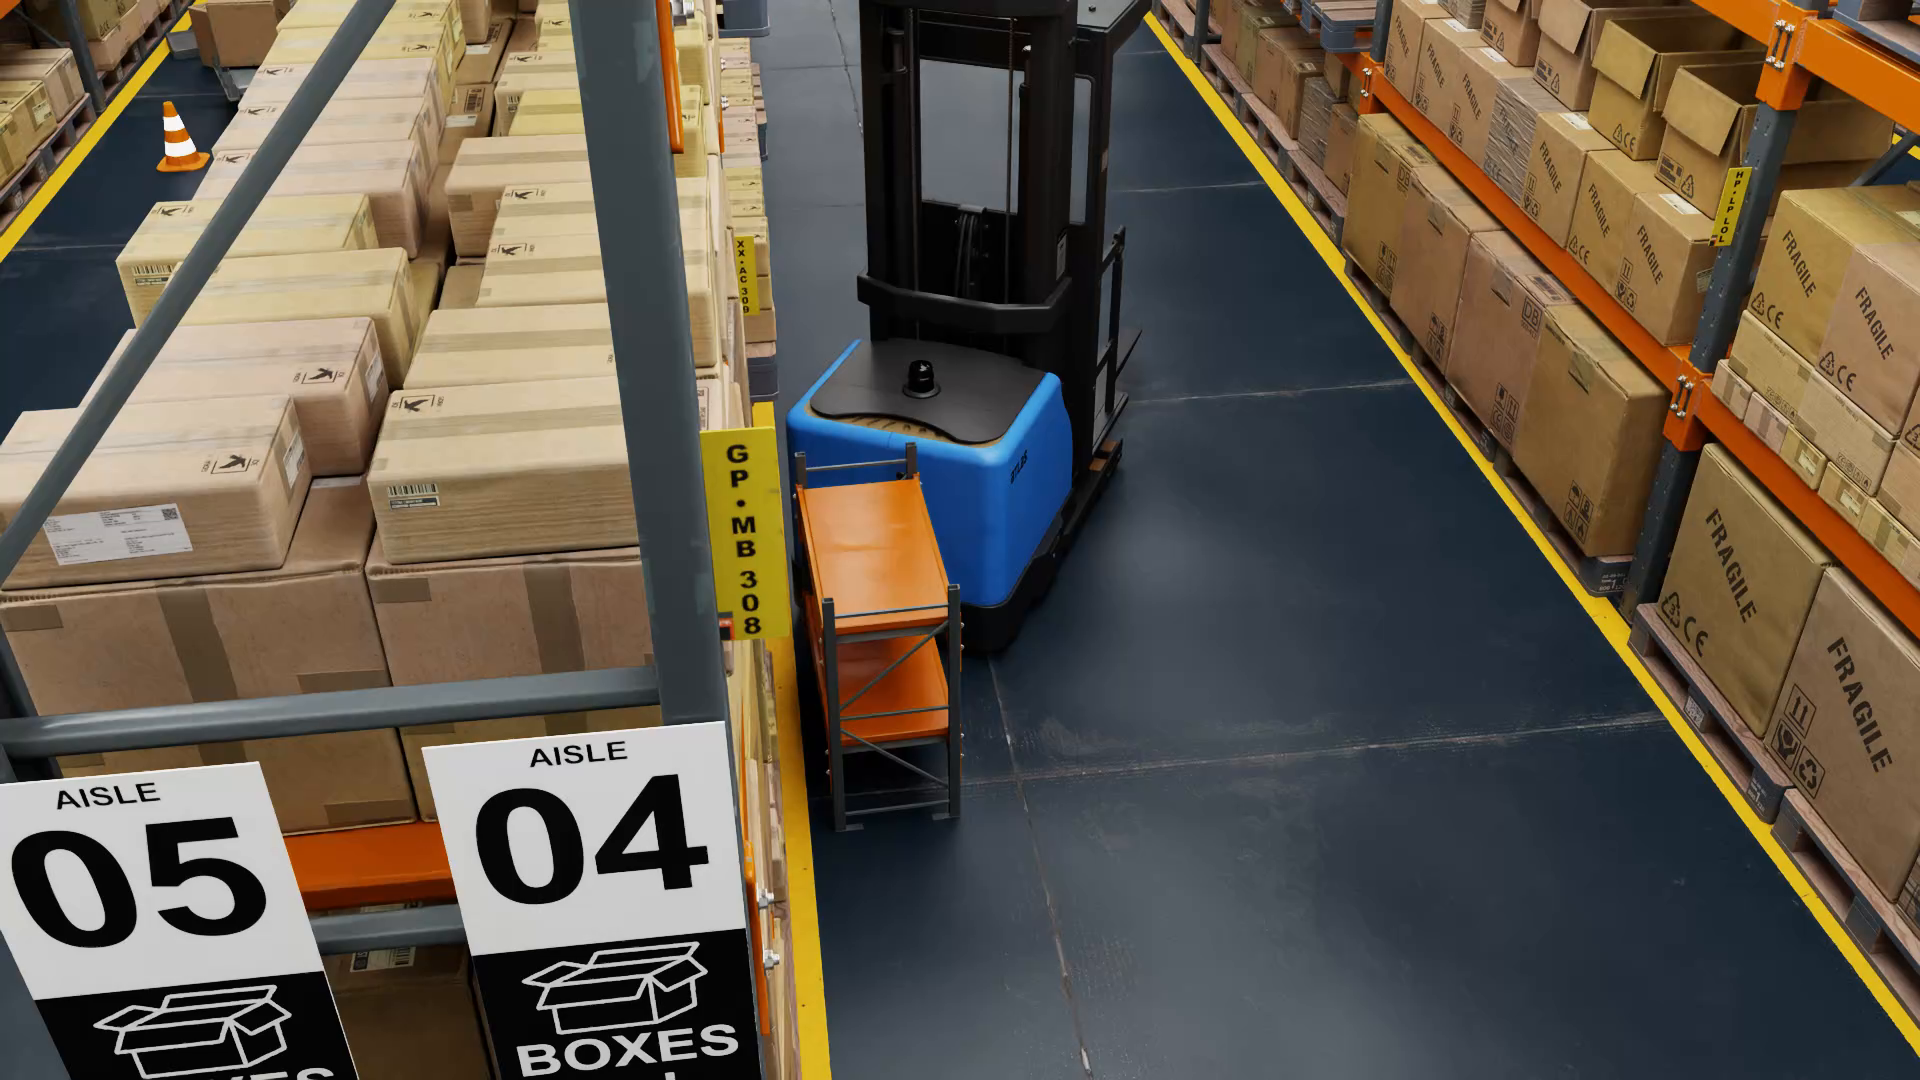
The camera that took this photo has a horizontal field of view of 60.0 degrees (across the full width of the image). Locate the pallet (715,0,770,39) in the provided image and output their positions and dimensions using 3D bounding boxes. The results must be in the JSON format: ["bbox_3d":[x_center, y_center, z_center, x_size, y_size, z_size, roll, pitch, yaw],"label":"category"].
[{"bbox_3d":[-1.332,-2.107,6.181,1.213,0.211,1.003,-4,35,-6],"label":"pallet"}]

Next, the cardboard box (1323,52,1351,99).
[{"bbox_3d":[2.834,-3.269,11.547,0.500,0.250,0.500,-1,34,-1],"label":"cardboard box"}]

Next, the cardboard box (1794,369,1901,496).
[{"bbox_3d":[3.439,-0.413,6.061,0.500,0.250,0.500,-5,35,-7],"label":"cardboard box"}]

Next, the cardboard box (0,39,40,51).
[{"bbox_3d":[-7.668,-3.972,13.484,0.500,0.250,0.500,-3,34,-4],"label":"cardboard box"}]

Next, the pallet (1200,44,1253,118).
[{"bbox_3d":[2.604,-3.789,13.623,1.003,0.211,1.213,-4,35,-6],"label":"pallet"}]

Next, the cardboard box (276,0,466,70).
[{"bbox_3d":[-1.427,-1.224,4.053,0.380,0.149,0.250,-3,34,-4],"label":"cardboard box"}]

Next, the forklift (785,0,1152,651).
[{"bbox_3d":[0.217,-1.542,7.910,1.130,2.935,3.031,12,36,17],"label":"forklift"}]

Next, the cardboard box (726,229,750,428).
[{"bbox_3d":[-0.949,-0.640,5.285,0.500,0.500,0.500,-5,35,-8],"label":"cardboard box"}]

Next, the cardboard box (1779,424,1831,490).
[{"bbox_3d":[3.355,-0.324,6.285,0.380,0.149,0.250,-3,34,-5],"label":"cardboard box"}]

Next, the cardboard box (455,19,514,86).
[{"bbox_3d":[-1.412,-1.130,4.270,0.500,0.250,0.500,-4,34,-6],"label":"cardboard box"}]

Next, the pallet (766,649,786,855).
[{"bbox_3d":[-1.229,0.932,6.695,1.003,0.211,1.213,-4,35,-6],"label":"pallet"}]

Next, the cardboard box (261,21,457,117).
[{"bbox_3d":[-1.378,-1.079,3.841,0.380,0.149,0.250,-5,35,-8],"label":"cardboard box"}]

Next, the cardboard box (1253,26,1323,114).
[{"bbox_3d":[2.680,-3.601,12.699,0.700,0.500,0.500,-7,35,-10],"label":"cardboard box"}]

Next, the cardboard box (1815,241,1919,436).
[{"bbox_3d":[3.443,-0.721,5.847,0.500,0.500,0.500,-4,35,-6],"label":"cardboard box"}]

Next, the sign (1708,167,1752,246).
[{"bbox_3d":[3.037,-1.311,6.552,0.100,0.325,0.005,-4,35,-6],"label":"sign"}]

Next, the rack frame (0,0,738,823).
[{"bbox_3d":[-0.817,-0.839,1.491,1.000,3.000,0.127,-4,35,-6],"label":"rack frame"}]

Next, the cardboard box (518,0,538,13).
[{"bbox_3d":[-1.003,-1.552,4.536,0.380,0.149,0.250,-3,34,-5],"label":"cardboard box"}]

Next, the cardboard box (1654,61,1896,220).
[{"bbox_3d":[3.480,-1.723,7.136,0.797,0.503,0.637,-5,35,-8],"label":"cardboard box"}]

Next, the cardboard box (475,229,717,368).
[{"bbox_3d":[-0.615,-0.408,2.856,0.380,0.149,0.250,-4,35,-6],"label":"cardboard box"}]

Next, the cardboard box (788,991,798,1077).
[{"bbox_3d":[-0.728,1.618,5.371,0.380,0.149,0.250,-6,35,-9],"label":"cardboard box"}]

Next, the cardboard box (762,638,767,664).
[{"bbox_3d":[-0.876,0.059,5.146,0.500,0.500,0.500,-5,35,-7],"label":"cardboard box"}]

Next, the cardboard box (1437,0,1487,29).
[{"bbox_3d":[3.118,-3.190,9.288,0.797,0.503,0.637,-3,34,-5],"label":"cardboard box"}]

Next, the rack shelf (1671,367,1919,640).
[{"bbox_3d":[3.843,0.502,5.489,1.077,0.370,4.000,-4,35,-6],"label":"rack shelf"}]

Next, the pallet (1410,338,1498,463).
[{"bbox_3d":[3.228,-0.867,9.334,1.003,0.211,1.213,-4,35,-6],"label":"pallet"}]

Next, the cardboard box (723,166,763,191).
[{"bbox_3d":[-1.027,-1.461,7.052,0.380,0.149,0.250,-4,34,-6],"label":"cardboard box"}]

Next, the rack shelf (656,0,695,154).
[{"bbox_3d":[-1.086,-1.657,3.332,1.077,0.370,4.000,-4,35,-6],"label":"rack shelf"}]

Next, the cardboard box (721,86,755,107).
[{"bbox_3d":[-1.167,-2.034,7.893,0.380,0.149,0.250,-3,34,-5],"label":"cardboard box"}]

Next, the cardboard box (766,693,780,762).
[{"bbox_3d":[-0.895,0.739,6.396,0.380,0.149,0.250,-6,35,-8],"label":"cardboard box"}]

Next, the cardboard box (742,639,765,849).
[{"bbox_3d":[-0.688,0.511,3.596,0.500,0.500,0.500,-3,34,-5],"label":"cardboard box"}]

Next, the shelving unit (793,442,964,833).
[{"bbox_3d":[-0.336,0.375,6.701,0.538,1.125,1.048,-6,35,-8],"label":"shelving unit"}]

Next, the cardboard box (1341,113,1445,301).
[{"bbox_3d":[3.108,-2.053,10.112,1.225,0.875,0.875,-6,35,-9],"label":"cardboard box"}]

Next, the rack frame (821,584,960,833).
[{"bbox_3d":[-0.247,0.657,6.287,0.500,1.125,0.032,-6,35,-8],"label":"rack frame"}]

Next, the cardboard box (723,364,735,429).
[{"bbox_3d":[-0.690,-0.102,3.206,0.500,0.250,0.500,-3,34,-5],"label":"cardboard box"}]

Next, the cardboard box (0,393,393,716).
[{"bbox_3d":[-1.131,0.018,2.586,0.500,0.250,0.500,-5,35,-8],"label":"cardboard box"}]

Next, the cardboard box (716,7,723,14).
[{"bbox_3d":[-1.341,-2.761,8.960,0.380,0.149,0.250,-5,35,-7],"label":"cardboard box"}]

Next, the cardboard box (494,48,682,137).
[{"bbox_3d":[-0.814,-0.976,3.690,0.380,0.149,0.250,-3,34,-5],"label":"cardboard box"}]

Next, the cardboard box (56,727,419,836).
[{"bbox_3d":[-1.140,0.228,2.721,0.500,0.250,0.500,-5,35,-7],"label":"cardboard box"}]

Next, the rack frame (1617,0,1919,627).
[{"bbox_3d":[3.574,-0.912,6.924,1.000,3.000,0.127,-4,35,-6],"label":"rack frame"}]

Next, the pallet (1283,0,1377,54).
[{"bbox_3d":[2.834,-3.454,10.825,1.213,0.211,1.003,-4,35,-6],"label":"pallet"}]

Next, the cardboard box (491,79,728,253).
[{"bbox_3d":[-0.815,-0.865,3.882,0.500,0.250,0.500,-6,35,-8],"label":"cardboard box"}]

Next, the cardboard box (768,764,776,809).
[{"bbox_3d":[-0.849,0.918,5.870,0.380,0.149,0.250,-6,35,-9],"label":"cardboard box"}]

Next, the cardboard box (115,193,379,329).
[{"bbox_3d":[-1.267,-0.500,2.992,0.380,0.149,0.250,-4,34,-6],"label":"cardboard box"}]

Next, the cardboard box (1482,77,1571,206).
[{"bbox_3d":[3.041,-2.041,8.492,0.500,0.500,0.500,-4,35,-6],"label":"cardboard box"}]

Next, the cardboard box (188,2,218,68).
[{"bbox_3d":[-6.118,-4.294,14.106,0.500,0.500,0.500,20,39,26],"label":"cardboard box"}]

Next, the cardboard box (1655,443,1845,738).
[{"bbox_3d":[3.583,0.167,6.855,0.875,0.875,0.875,-4,35,-6],"label":"cardboard box"}]

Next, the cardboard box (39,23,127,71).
[{"bbox_3d":[-7.134,-4.012,13.543,0.500,0.250,0.500,-6,35,-9],"label":"cardboard box"}]

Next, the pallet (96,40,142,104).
[{"bbox_3d":[-7.448,-3.845,13.705,1.003,0.211,1.213,-4,35,-6],"label":"pallet"}]
